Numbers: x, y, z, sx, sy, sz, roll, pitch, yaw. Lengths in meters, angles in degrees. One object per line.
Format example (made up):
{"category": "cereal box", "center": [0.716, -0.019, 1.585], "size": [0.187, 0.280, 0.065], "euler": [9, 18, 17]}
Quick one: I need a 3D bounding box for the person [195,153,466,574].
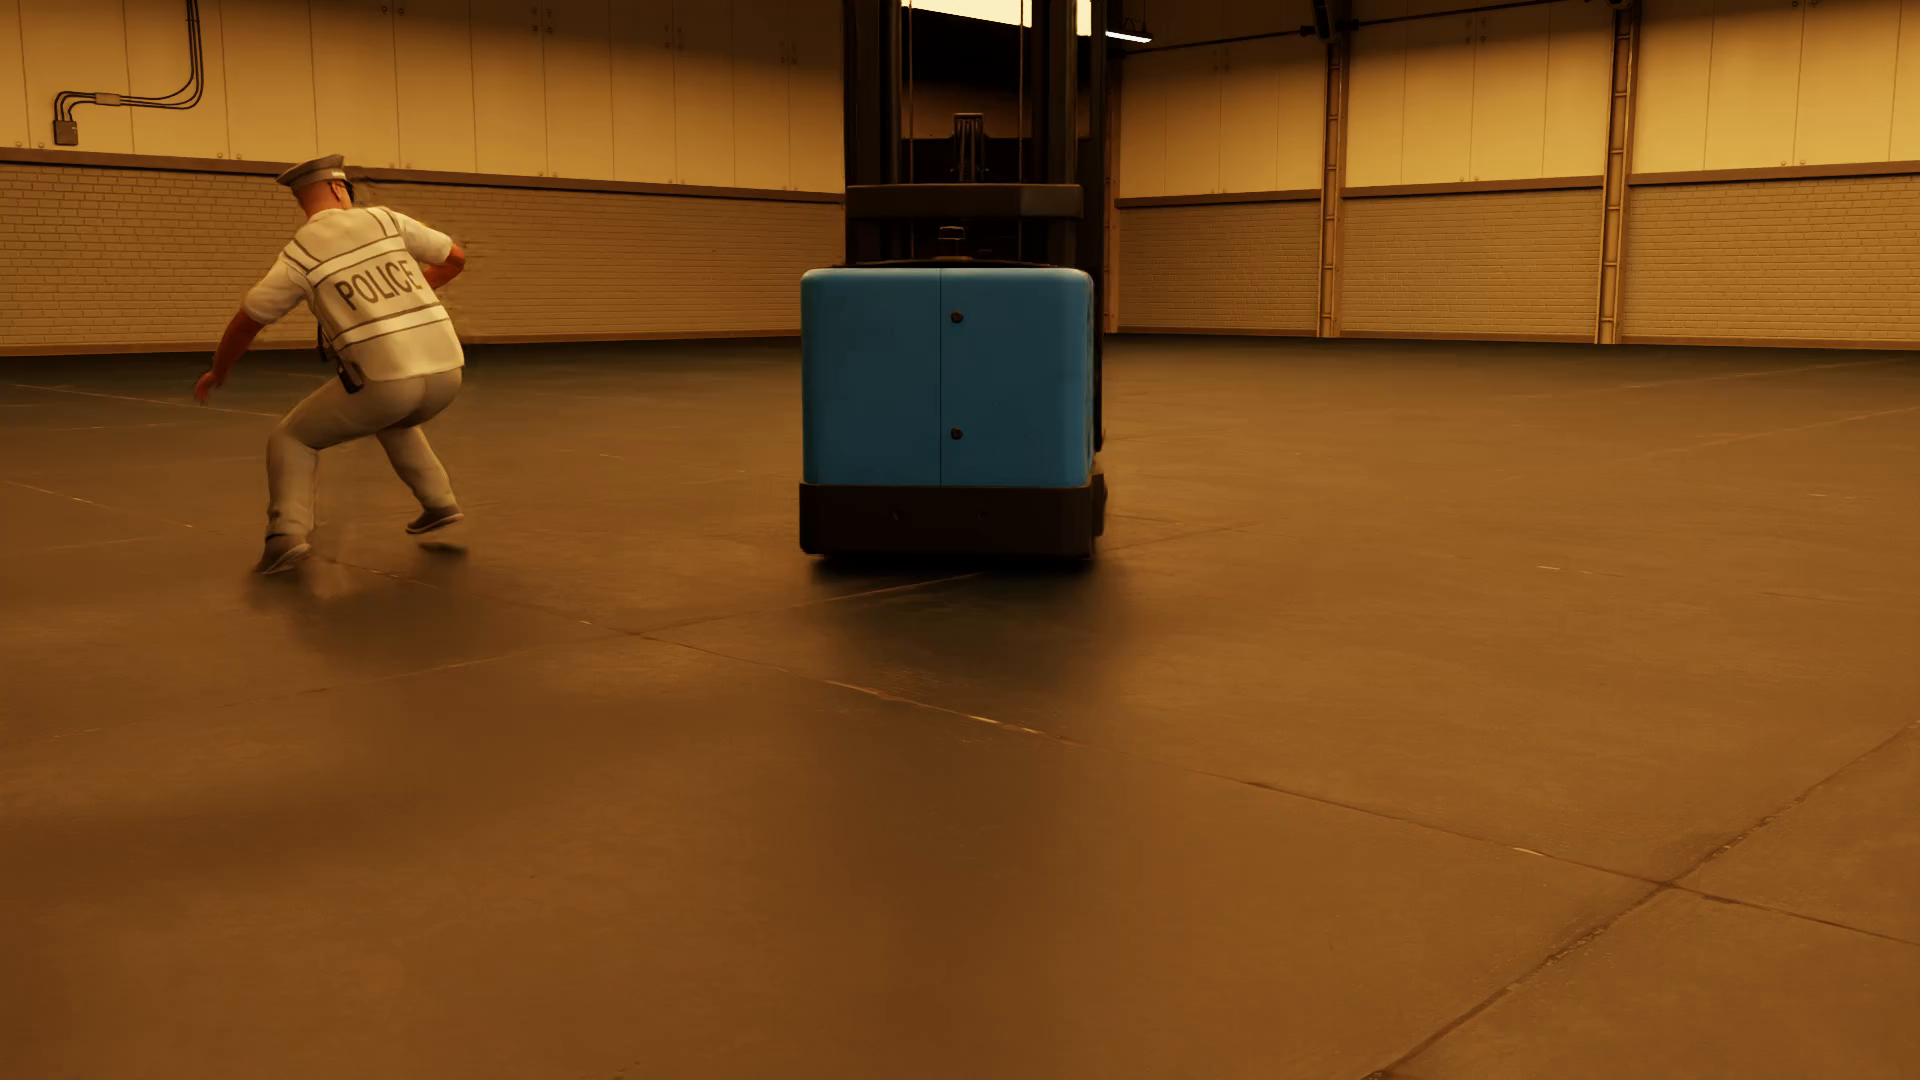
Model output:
{"category": "person", "center": [-2.300, -0.645, 6.190], "size": [0.878, 1.547, 0.840], "euler": [7, 11, 39]}

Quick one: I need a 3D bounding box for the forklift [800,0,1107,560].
{"category": "forklift", "center": [0.087, -1.554, 7.195], "size": [1.130, 2.935, 3.031], "euler": [1, 9, 6]}
